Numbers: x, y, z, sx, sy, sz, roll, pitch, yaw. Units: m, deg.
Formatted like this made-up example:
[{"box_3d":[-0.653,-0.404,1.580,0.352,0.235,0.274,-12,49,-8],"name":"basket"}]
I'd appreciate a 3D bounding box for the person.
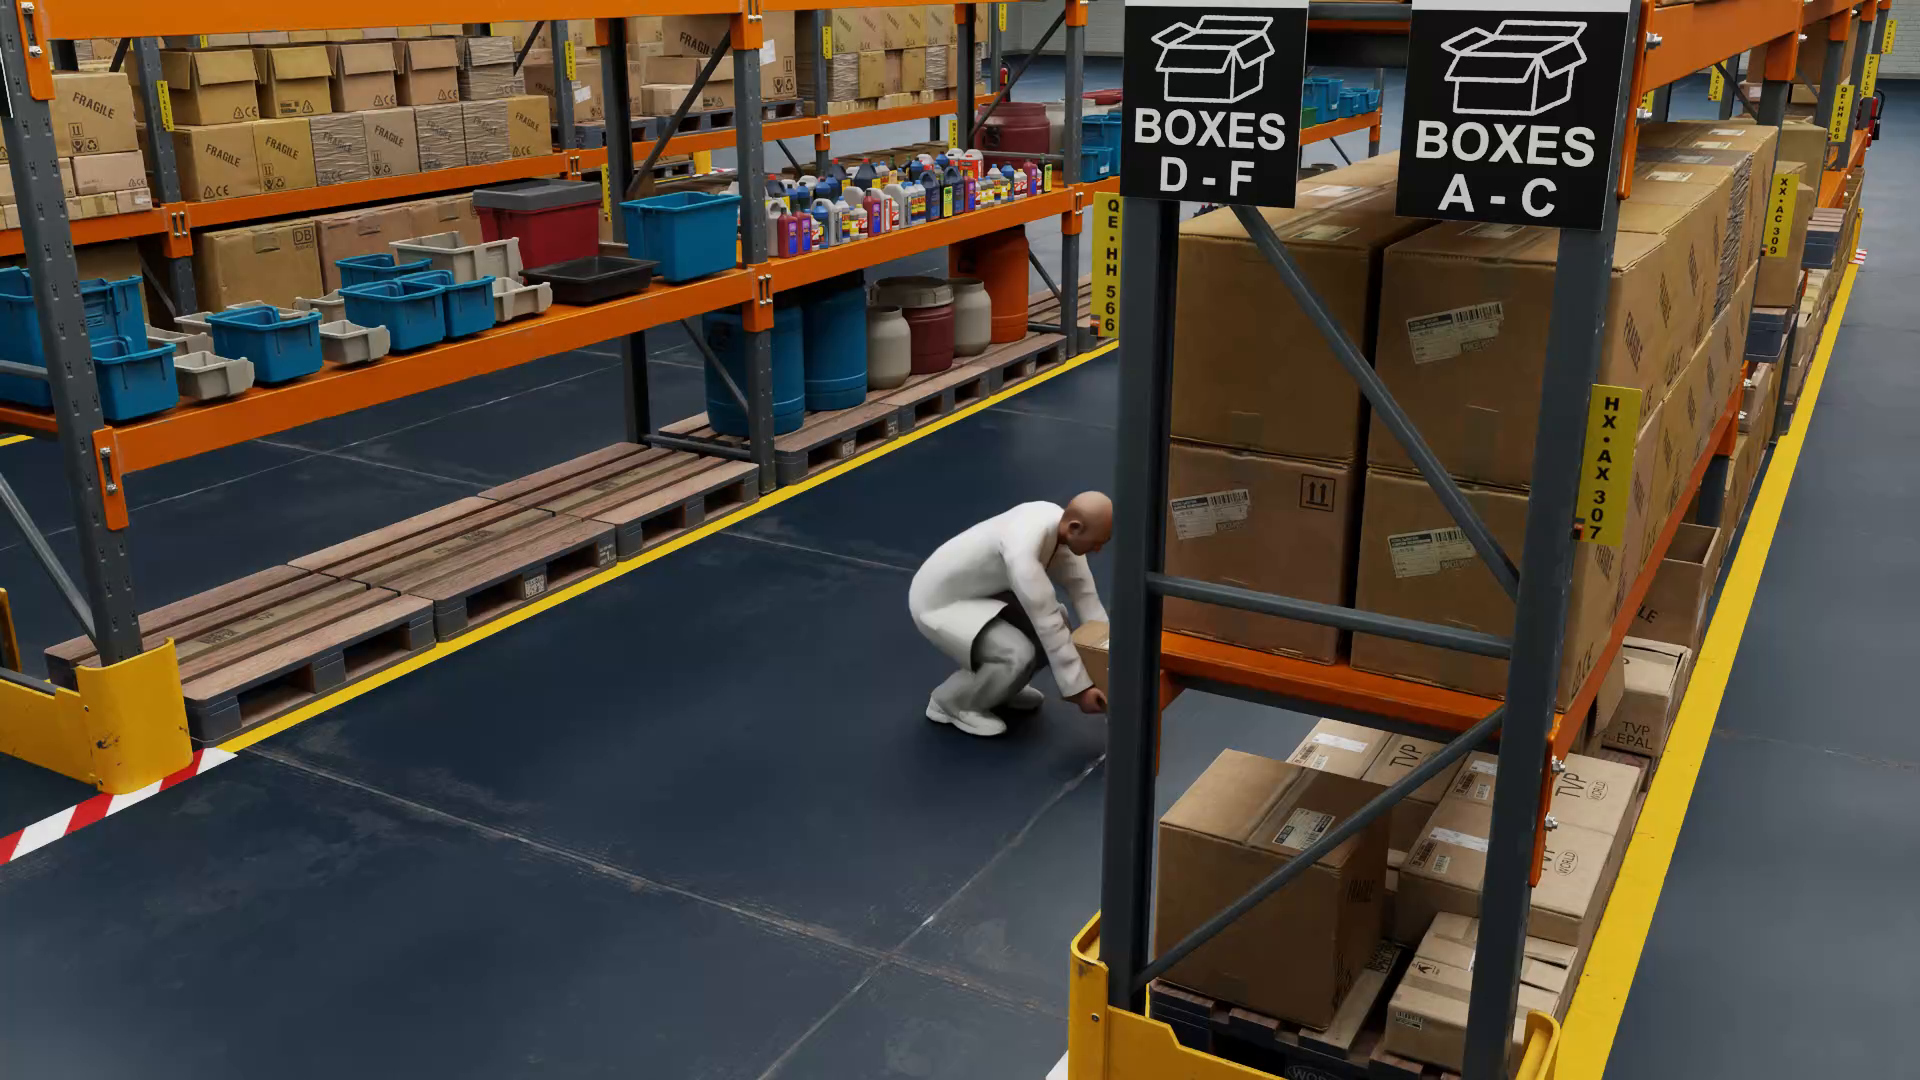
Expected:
[{"box_3d":[0.241,0.265,6.522,0.938,1.000,0.577,10,21,26],"name":"person"}]
